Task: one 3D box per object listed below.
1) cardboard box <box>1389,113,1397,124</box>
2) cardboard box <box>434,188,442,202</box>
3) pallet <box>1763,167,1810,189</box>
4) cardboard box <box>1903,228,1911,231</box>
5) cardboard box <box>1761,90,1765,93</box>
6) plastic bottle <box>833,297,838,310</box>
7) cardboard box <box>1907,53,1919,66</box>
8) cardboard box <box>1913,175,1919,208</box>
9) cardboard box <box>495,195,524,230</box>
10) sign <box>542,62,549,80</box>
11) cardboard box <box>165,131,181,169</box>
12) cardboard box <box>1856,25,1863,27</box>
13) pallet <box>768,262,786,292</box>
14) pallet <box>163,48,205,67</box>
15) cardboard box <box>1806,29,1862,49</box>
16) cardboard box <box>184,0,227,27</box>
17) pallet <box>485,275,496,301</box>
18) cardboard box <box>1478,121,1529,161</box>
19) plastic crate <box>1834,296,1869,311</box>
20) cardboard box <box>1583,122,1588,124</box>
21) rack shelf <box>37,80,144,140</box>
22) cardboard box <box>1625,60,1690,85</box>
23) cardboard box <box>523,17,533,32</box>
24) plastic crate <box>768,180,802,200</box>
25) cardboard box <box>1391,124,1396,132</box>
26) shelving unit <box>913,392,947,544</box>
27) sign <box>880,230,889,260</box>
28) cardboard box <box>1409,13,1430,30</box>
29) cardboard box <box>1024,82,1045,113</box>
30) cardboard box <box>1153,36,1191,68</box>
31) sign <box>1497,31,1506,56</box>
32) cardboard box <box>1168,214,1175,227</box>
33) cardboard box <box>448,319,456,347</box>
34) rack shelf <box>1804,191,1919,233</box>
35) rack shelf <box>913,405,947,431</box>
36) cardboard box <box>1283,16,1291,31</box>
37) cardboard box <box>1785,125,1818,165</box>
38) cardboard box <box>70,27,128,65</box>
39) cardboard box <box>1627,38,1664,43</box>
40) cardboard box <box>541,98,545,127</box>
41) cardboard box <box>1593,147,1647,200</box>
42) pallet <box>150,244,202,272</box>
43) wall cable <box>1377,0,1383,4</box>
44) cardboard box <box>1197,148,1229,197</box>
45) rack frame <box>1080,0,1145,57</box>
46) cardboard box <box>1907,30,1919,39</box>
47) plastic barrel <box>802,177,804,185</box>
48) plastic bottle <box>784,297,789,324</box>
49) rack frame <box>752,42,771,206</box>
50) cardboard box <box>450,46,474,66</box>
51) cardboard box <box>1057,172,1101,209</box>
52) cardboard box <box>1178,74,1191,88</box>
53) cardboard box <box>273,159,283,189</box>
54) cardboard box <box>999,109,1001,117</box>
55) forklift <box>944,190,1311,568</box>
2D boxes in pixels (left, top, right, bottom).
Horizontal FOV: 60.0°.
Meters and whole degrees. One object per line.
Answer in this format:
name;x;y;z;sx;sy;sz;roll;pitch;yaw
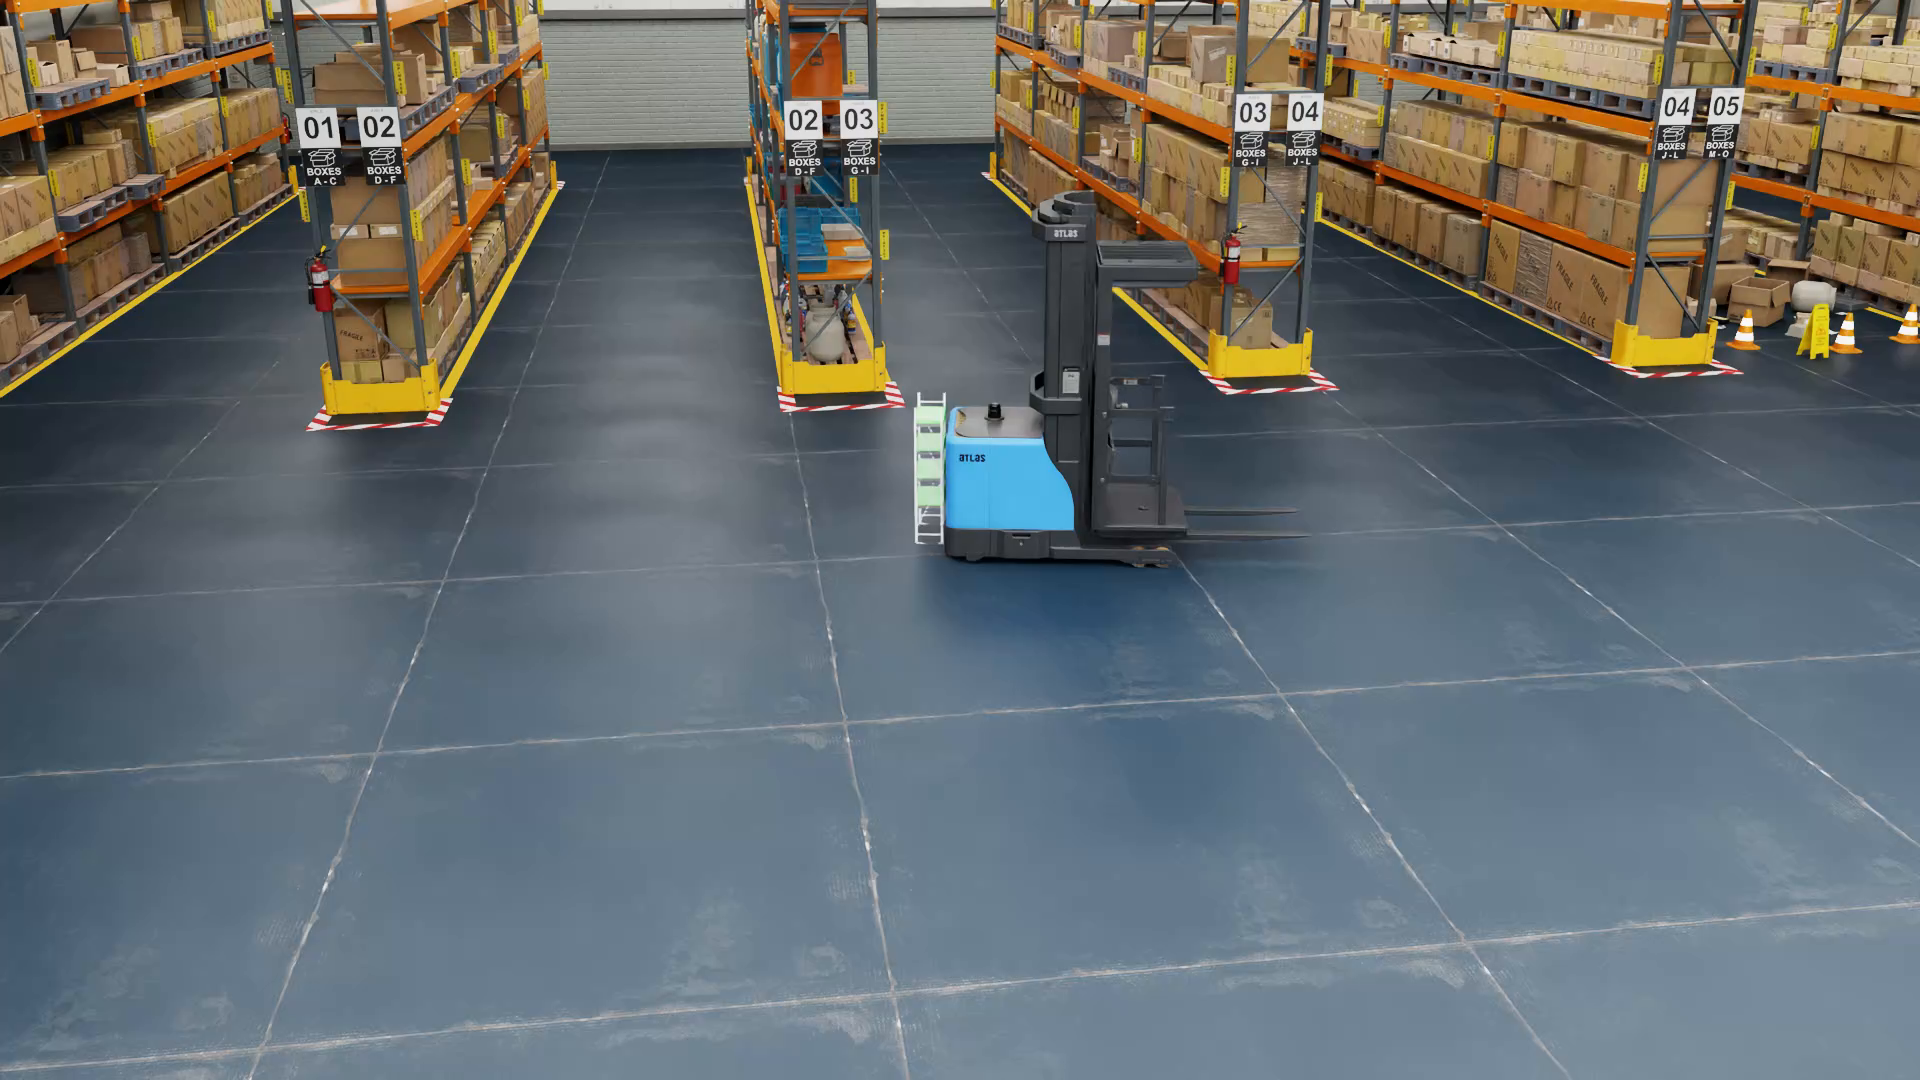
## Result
cardboard box;7.344;-7.038;27.755;0.380;0.149;0.250;-3;21;-8
cardboard box;-6.462;-4.149;20.041;0.380;0.149;0.250;-3;21;-8
pallet;12.786;-5.414;24.773;1.003;0.211;1.213;-3;21;-8
cardboard box;13.178;-4.125;23.304;0.500;0.500;0.500;-3;21;-7
cardboard box;16.477;-9.030;33.970;0.500;0.250;0.500;-3;21;-8
plastic bottle;-1.589;-2.967;21.201;0.061;0.283;0.133;-3;21;-8
cardboard box;12.716;-6.319;21.855;0.380;0.149;0.250;-3;21;-9
cardboard box;12.841;-4.554;21.629;0.500;0.500;0.500;-3;21;-8
cardboard box;-7.446;-5.361;27.301;0.500;0.500;0.500;-4;21;-10
sign;-8.036;-9.100;32.261;0.100;0.325;0.005;-3;21;-8
cardboard box;-12.219;-5.926;25.273;0.500;0.500;0.500;-2;21;-6
cardboard box;16.337;-9.219;30.015;0.380;0.149;0.250;-2;21;-6
pallet;-2.287;-3.869;24.348;1.003;0.211;1.213;-3;21;-8
pallet;-12.732;-7.753;26.748;0.805;0.209;1.217;-4;21;-10
cardboard box;12.542;-7.192;23.872;0.500;0.250;0.500;-2;21;-7
cardboard box;-12.738;-8.943;28.060;0.500;0.500;0.500;-3;21;-8
pallet;-7.182;-3.604;23.638;1.003;0.211;1.213;-3;21;-8
cardboard box;7.791;-5.634;23.516;0.700;0.500;0.500;-3;21;-9
plastic crate;12.167;-3.279;22.956;0.402;0.080;0.583;-11;23;-26
cardboard box;11.532;-7.644;29.969;0.500;0.250;0.500;-3;21;-7
rack shelf;-12.048;-5.743;22.121;1.077;0.370;4.000;-3;21;-8
cardboard box;8.098;-5.436;19.316;0.500;0.250;0.500;-3;21;-7
cardboard box;-8.121;-9.446;30.508;0.500;0.250;0.500;-3;21;-8
plastic crate;-2.486;-4.972;23.618;0.450;0.188;0.662;-3;21;-8
cardboard box;7.379;-6.822;27.602;0.380;0.149;0.250;-2;21;-5
shelving unit;-0.252;-0.617;14.227;0.258;1.200;0.503;1;20;2
sign;-0.834;-3.253;18.318;0.100;0.325;0.005;-3;21;-8
cardboard box;7.432;-8.475;27.171;0.396;0.266;0.258;-3;21;-8
cardboard box;1.461;-8.068;30.322;0.500;0.500;0.500;-2;21;-6
cardboard box;2.976;-6.550;22.506;0.797;0.503;0.637;-4;21;-10
sign;7.333;-6.711;22.497;0.100;0.325;0.005;-3;21;-8
cardboard box;2.883;-4.093;21.322;0.380;0.149;0.250;-3;21;-8
cardboard box;-6.353;-2.474;19.956;0.500;0.250;0.500;-3;21;-8
rack shelf;13.040;-4.202;22.283;1.077;0.370;4.000;-3;21;-8
rack shelf;-0.253;-1.007;14.081;0.258;0.148;0.480;1;20;2
cardboard box;6.333;-9.614;30.957;0.500;0.250;0.500;-4;21;-10
cardboard box;12.458;-5.763;24.266;0.500;0.500;0.500;-3;21;-9
cardboard box;-12.461;-7.187;24.188;0.700;0.500;0.500;-5;21;-12
cardboard box;8.492;-6.127;20.598;0.380;0.149;0.250;-3;21;-7
cardboard box;-8.176;-8.115;31.587;0.500;0.500;0.500;-3;21;-7
cardboard box;8.259;-4.455;20.173;0.875;0.550;0.550;-3;21;-8
pallet;-12.375;-4.338;25.603;1.003;0.211;1.213;-3;21;-8
wall cable;9.923;-14.152;39.321;0.463;3.000;0.029;-3;21;-8
cardboard box;3.120;-4.353;19.660;0.500;0.500;0.500;-3;21;-8
rack frame;2.369;-8.927;25.331;1.000;3.000;0.127;-3;21;-8
cardboard box;16.688;-8.768;28.835;0.380;0.149;0.250;-3;21;-8
plastic barrel;-2.112;-5.428;24.377;0.421;0.512;0.421;0;20;0
plastic bottle;-2.135;-2.870;20.845;0.144;0.351;0.185;-2;21;-6
rack frame;-3.109;-7.252;29.420;1.000;3.000;0.127;-3;21;-8
cardboard box;-7.314;-6.996;24.062;0.500;0.250;0.500;-4;21;-12
cardboard box;2.290;-5.558;27.322;1.225;0.875;0.875;-4;21;-10
cardboard box;2.912;-5.676;20.558;0.380;0.149;0.250;-3;21;-9
cardboard box;-13.289;-6.926;31.519;0.700;0.500;0.500;-3;21;-8
cardboard box;0.979;-8.541;33.230;0.380;0.149;0.250;-3;21;-9
forklift;1.402;-1.336;13.679;3.031;2.935;1.130;1;20;2
